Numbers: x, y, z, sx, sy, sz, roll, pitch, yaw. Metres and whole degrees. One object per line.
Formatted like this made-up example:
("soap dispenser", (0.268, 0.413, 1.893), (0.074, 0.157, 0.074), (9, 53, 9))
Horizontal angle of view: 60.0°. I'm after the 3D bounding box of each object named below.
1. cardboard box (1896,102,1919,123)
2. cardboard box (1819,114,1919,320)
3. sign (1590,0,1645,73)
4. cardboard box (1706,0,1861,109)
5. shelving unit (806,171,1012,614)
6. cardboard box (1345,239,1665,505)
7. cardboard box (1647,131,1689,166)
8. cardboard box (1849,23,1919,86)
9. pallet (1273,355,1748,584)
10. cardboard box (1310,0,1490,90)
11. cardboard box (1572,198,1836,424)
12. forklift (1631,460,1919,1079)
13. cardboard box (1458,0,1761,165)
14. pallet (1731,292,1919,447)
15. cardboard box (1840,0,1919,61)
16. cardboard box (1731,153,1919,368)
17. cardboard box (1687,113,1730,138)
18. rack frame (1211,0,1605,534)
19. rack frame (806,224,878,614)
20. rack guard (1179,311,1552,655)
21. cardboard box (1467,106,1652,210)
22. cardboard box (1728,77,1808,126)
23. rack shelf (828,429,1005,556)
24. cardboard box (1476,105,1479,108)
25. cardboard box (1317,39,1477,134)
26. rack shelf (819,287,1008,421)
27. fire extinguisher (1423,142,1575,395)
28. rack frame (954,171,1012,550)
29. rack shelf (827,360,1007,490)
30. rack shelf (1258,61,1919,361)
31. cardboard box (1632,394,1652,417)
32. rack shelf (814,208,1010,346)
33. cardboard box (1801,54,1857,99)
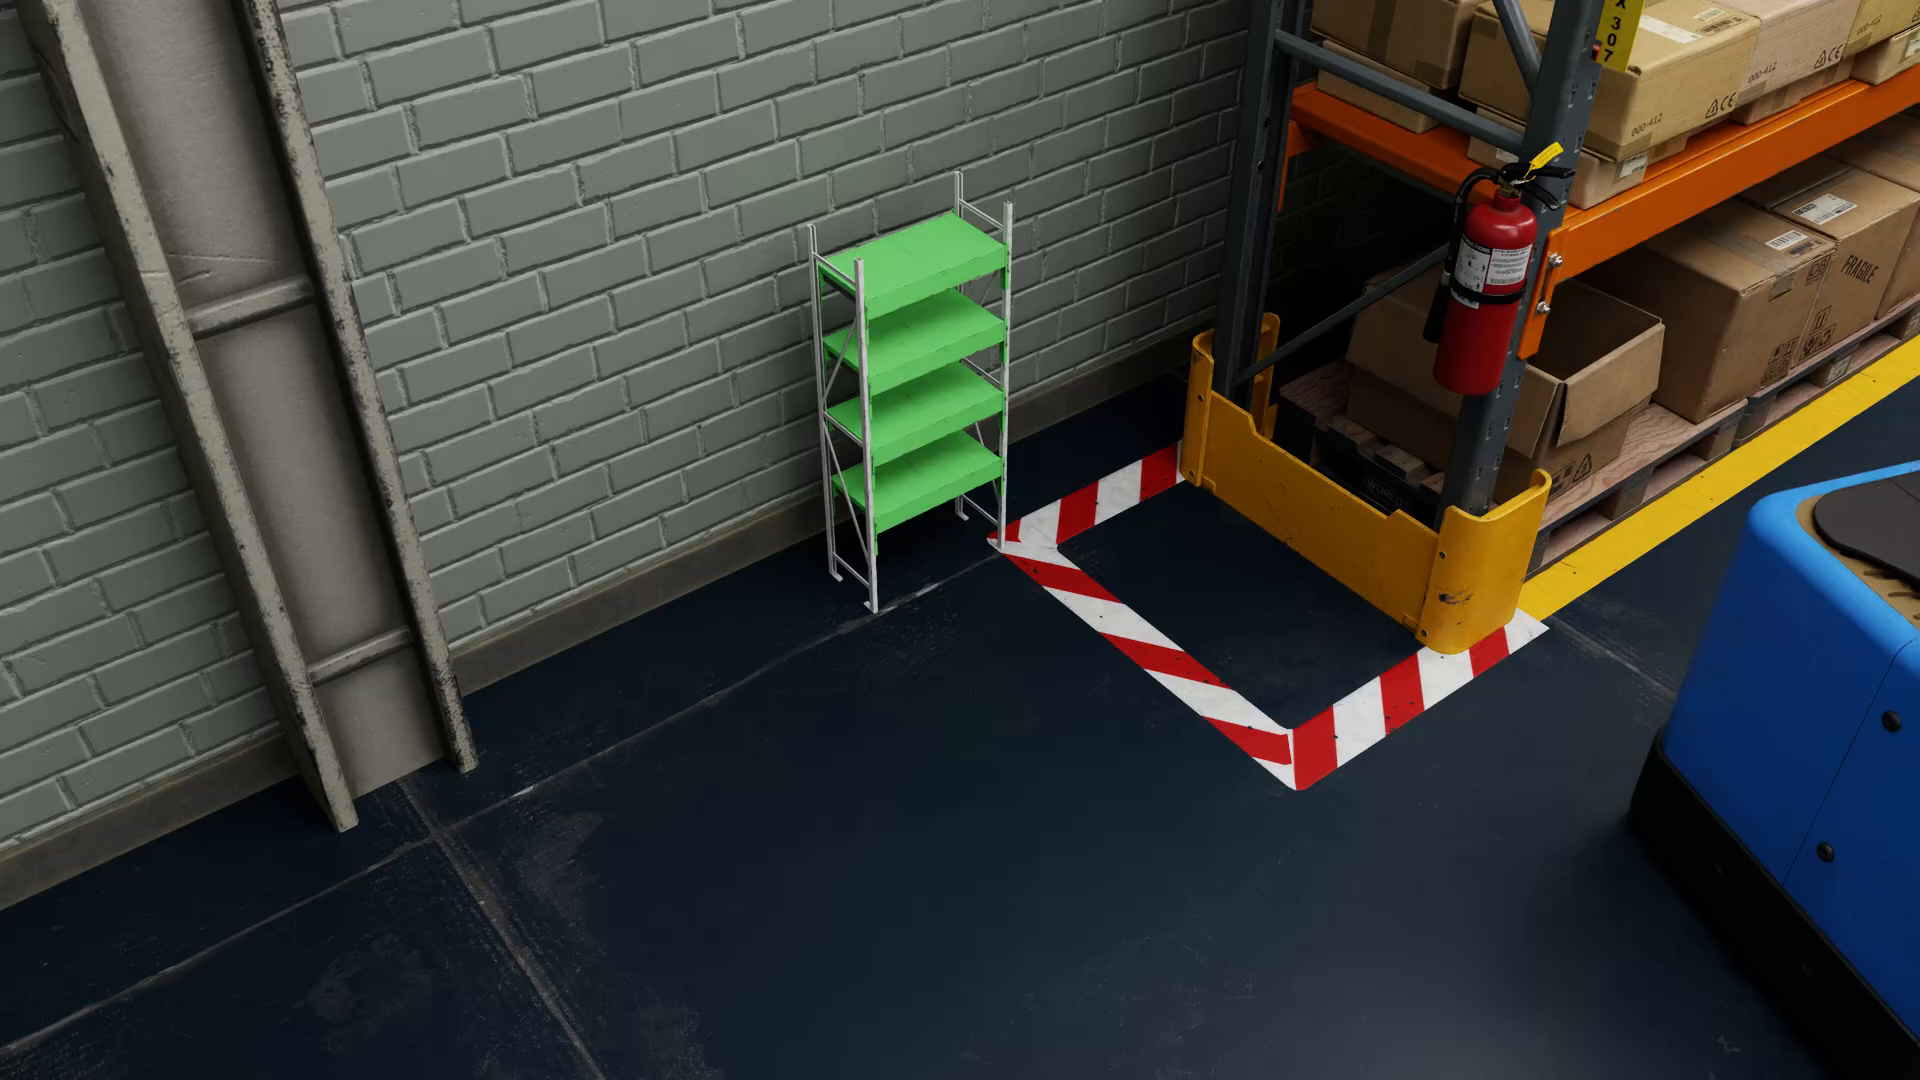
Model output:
("cardboard box", (3.639, -1.672, 6.712), (0.500, 0.311, 0.500), (-24, 45, -27))
("cardboard box", (3.203, -1.236, 6.032), (0.500, 0.500, 0.700), (-28, 47, -30))
("sign", (1.466, -1.201, 3.667), (0.005, 0.325, 0.100), (-26, 46, -28))
("cardboard box", (2.059, -1.431, 4.513), (0.500, 0.250, 0.500), (-25, 46, -28))
("shelving unit", (-0.131, -0.400, 4.791), (0.503, 1.200, 0.258), (-26, 46, -28))
("cardboard box", (1.678, -0.525, 5.163), (0.637, 0.503, 0.797), (-28, 47, -30))
("cardboard box", (1.737, -1.153, 4.489), (0.250, 0.149, 0.380), (-25, 45, -27))
("cardboard box", (2.615, -1.504, 4.917), (0.250, 0.149, 0.380), (-27, 47, -29))
("pallet", (1.827, -0.399, 5.570), (1.213, 0.211, 1.003), (-26, 46, -28))
("cardboard box", (1.338, -1.508, 4.607), (0.500, 0.250, 0.500), (-25, 45, -27))
("cardboard box", (2.380, -0.835, 5.543), (0.500, 0.500, 0.700), (-24, 45, -26))
("forklift", (3.303, -0.398, 3.425), (3.031, 2.935, 1.130), (-12, 41, -14))
("cardboard box", (1.659, -1.236, 4.276), (0.500, 0.250, 0.500), (-26, 46, -28))
("pallet", (2.794, -0.868, 6.142), (1.213, 0.211, 1.003), (-26, 46, -28))
("cardboard box", (2.459, -1.629, 4.754), (0.500, 0.250, 0.500), (-27, 46, -29))
("cardboard box", (2.860, -0.989, 5.730), (0.500, 0.500, 0.500), (-25, 46, -27))
("cardboard box", (1.924, -1.272, 4.634), (0.250, 0.149, 0.380), (-27, 46, -29))
("rack frame", (1.135, -1.139, 4.274), (0.127, 3.000, 1.000), (-26, 46, -28))
("rack frame", (-0.325, -0.306, 4.676), (0.015, 1.200, 0.240), (-26, 46, -28))
("rack guard", (1.196, -0.202, 5.103), (0.348, 0.500, 1.175), (-26, 46, -28))
("cardboard box", (1.563, -1.031, 4.340), (0.250, 0.149, 0.380), (-26, 46, -28))
("cardboard box", (2.162, -1.339, 4.715), (0.250, 0.149, 0.380), (-25, 45, -27))
("rack shelf", (-0.131, -0.165, 4.984), (0.480, 0.148, 0.258), (-26, 46, -28))
("cardboard box", (1.473, -1.373, 4.756), (0.250, 0.149, 0.380), (-25, 45, -27))
("cardboard box", (1.235, -1.305, 4.674), (0.250, 0.149, 0.380), (-27, 46, -29))
("rack shelf", (-0.131, -0.536, 4.680), (0.480, 0.148, 0.258), (-26, 46, -28))
("fire extinguisher", (1.300, -0.676, 4.064), (0.183, 0.674, 0.296), (-26, 46, -28))
("rack frame", (0.062, -0.494, 4.906), (0.015, 1.200, 0.240), (-26, 46, -28))
("rack shelf", (-0.131, -0.351, 4.832), (0.480, 0.148, 0.258), (-26, 46, -28))
("rack shelf", (2.721, -1.634, 5.444), (4.000, 0.370, 1.077), (-26, 46, -28))
("cardboard box", (2.039, -0.533, 5.451), (0.250, 0.149, 0.380), (-28, 47, -30))
("rack shelf", (-0.131, -0.722, 4.527), (0.480, 0.148, 0.258), (-26, 46, -28))
("cardboard box", (2.369, -1.444, 4.844), (0.250, 0.149, 0.380), (-25, 46, -27))
